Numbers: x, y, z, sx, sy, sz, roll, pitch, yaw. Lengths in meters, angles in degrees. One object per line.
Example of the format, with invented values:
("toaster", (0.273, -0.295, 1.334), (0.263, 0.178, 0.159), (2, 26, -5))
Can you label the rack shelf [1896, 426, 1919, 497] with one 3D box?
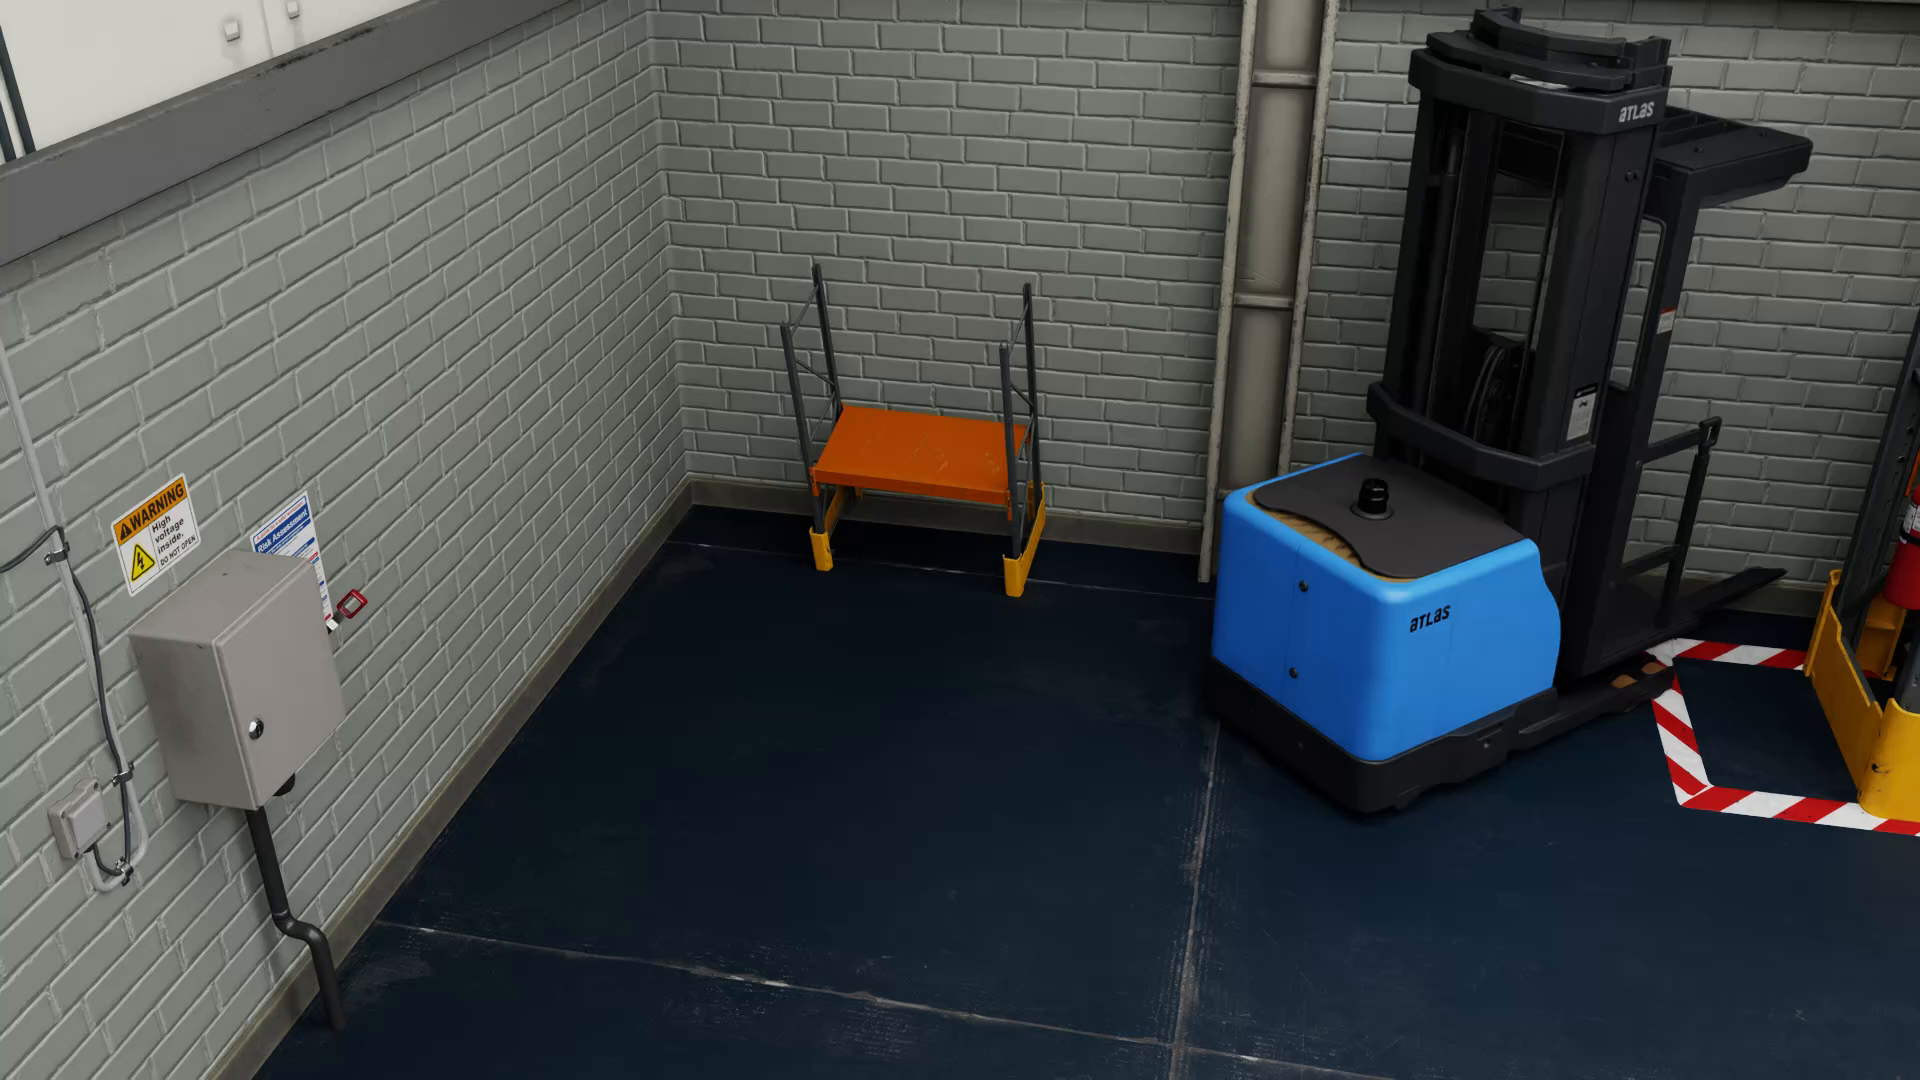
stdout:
("rack shelf", (5.825, 0.050, 6.284), (4.000, 0.370, 1.077), (6, 29, 11))

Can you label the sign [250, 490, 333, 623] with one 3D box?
("sign", (-2.201, 0.128, 5.492), (0.001, 0.494, 0.329), (6, 29, 11))

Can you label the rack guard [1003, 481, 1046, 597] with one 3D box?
("rack guard", (0.326, -0.010, 8.351), (0.087, 0.250, 0.587), (7, 45, 13))

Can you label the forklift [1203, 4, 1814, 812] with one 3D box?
("forklift", (2.594, -0.719, 7.011), (3.031, 2.935, 1.130), (-17, 33, -28))

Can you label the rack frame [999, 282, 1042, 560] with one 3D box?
("rack frame", (0.300, -0.460, 7.918), (0.032, 1.500, 0.500), (7, 45, 13))

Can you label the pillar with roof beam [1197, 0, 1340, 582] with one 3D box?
("pillar with roof beam", (0.521, -1.770, 2.611), (0.400, 9.000, 9.100), (6, 29, 11))

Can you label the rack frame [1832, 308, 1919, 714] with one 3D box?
("rack frame", (3.869, -0.466, 6.478), (0.127, 3.000, 1.000), (6, 29, 11))

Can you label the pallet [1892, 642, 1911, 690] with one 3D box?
("pallet", (4.723, 0.844, 6.988), (1.213, 0.211, 1.003), (6, 29, 11))

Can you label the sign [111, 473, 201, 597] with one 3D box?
("sign", (-2.316, -0.018, 4.799), (0.001, 0.242, 0.339), (6, 29, 11))

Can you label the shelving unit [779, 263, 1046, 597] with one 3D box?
("shelving unit", (-0.199, -0.525, 8.038), (1.083, 1.500, 0.587), (7, 45, 13))

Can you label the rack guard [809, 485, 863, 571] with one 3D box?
("rack guard", (-0.635, -0.134, 8.582), (0.087, 0.250, 0.587), (7, 45, 13))

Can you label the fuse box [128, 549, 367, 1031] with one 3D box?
("fuse box", (-2.102, 0.904, 5.317), (0.414, 1.711, 0.539), (6, 29, 11))

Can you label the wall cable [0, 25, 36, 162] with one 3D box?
("wall cable", (-2.008, -2.878, 4.597), (0.133, 3.039, 2.988), (6, 29, 11))

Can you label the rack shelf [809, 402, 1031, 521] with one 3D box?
("rack shelf", (-0.177, -0.393, 8.159), (1.000, 0.185, 0.538), (7, 45, 13))

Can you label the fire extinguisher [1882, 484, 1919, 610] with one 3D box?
("fire extinguisher", (3.628, -0.066, 6.216), (0.183, 0.674, 0.296), (6, 29, 11))

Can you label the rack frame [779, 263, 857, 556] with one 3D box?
("rack frame", (-0.681, -0.587, 8.154), (0.032, 1.500, 0.500), (7, 45, 13))

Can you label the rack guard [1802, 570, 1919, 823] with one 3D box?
("rack guard", (3.943, 0.638, 7.064), (0.348, 0.500, 1.175), (6, 29, 11))

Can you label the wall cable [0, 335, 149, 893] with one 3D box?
("wall cable", (-2.399, 0.198, 4.207), (0.122, 1.984, 0.588), (6, 29, 11))
